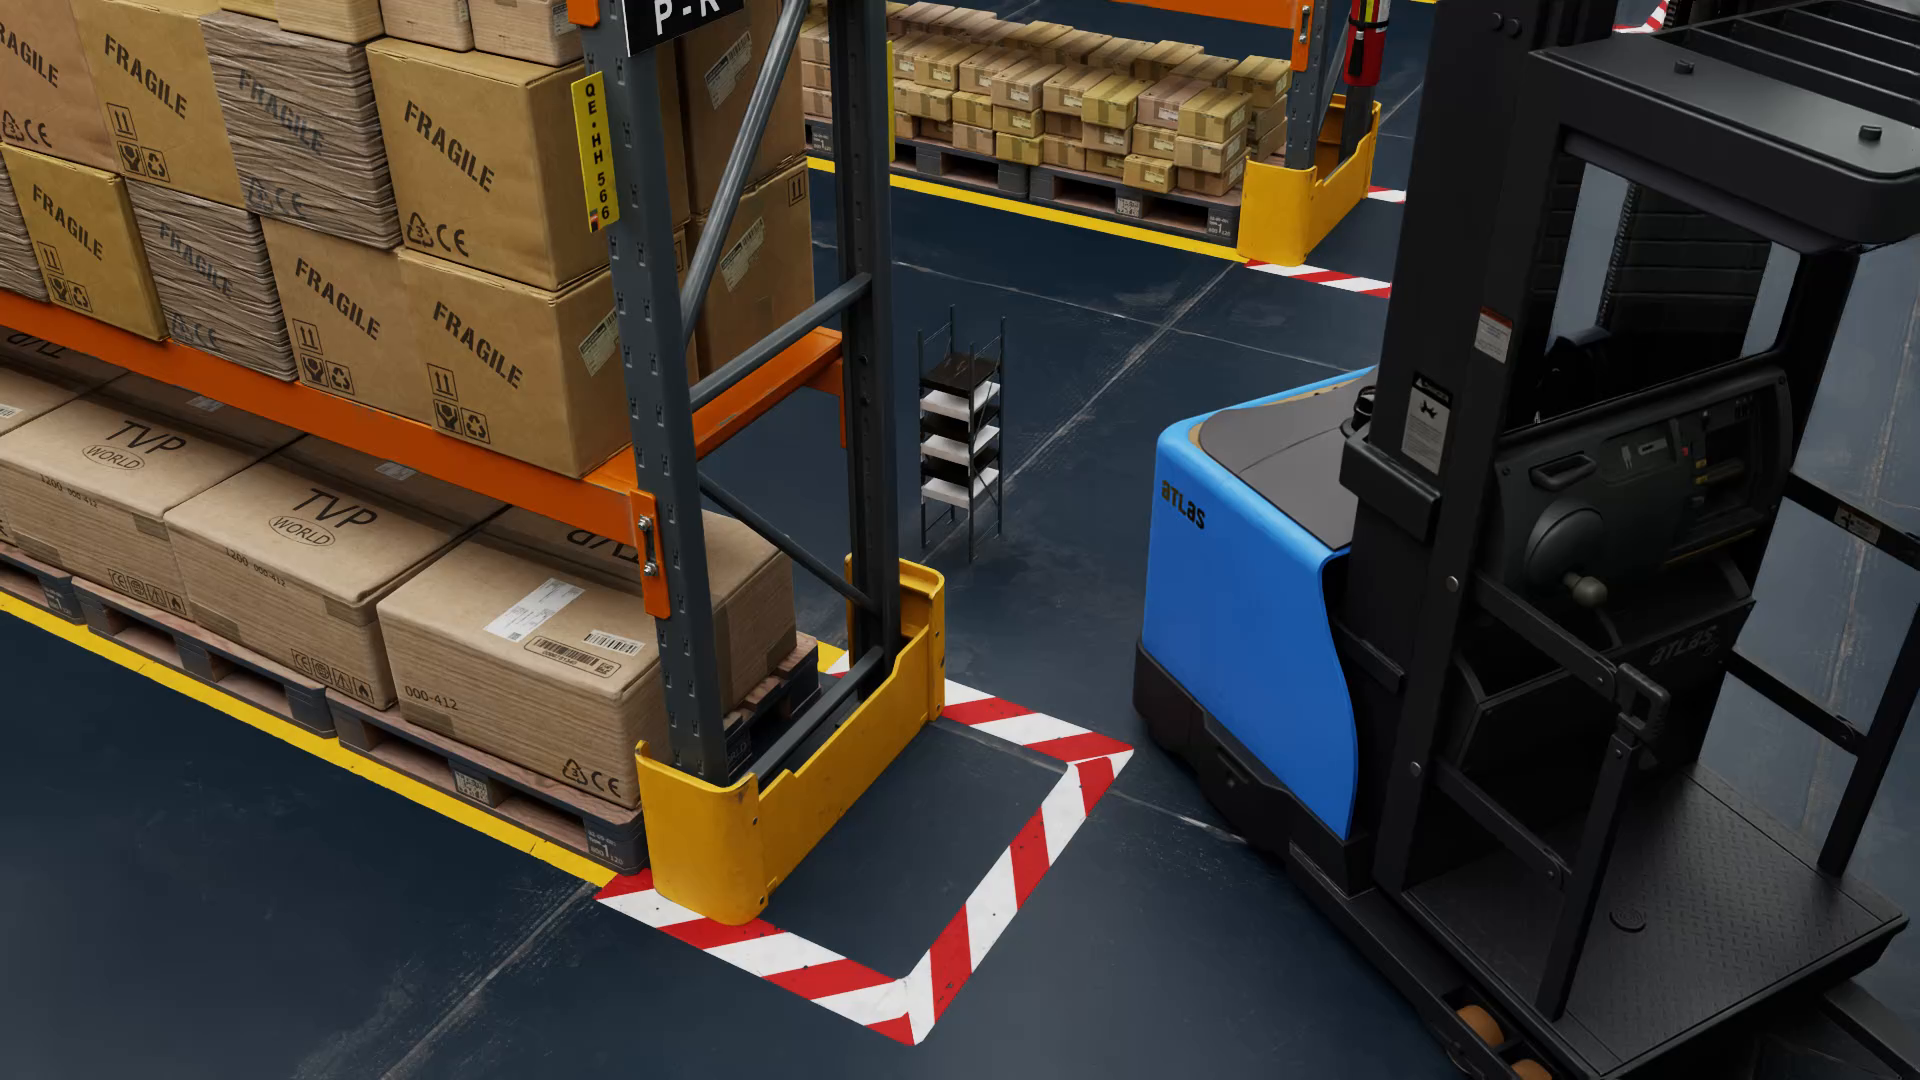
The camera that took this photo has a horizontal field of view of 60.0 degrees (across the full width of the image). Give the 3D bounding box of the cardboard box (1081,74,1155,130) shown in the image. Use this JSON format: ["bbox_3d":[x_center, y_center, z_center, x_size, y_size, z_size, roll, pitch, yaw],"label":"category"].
[{"bbox_3d":[0.821,-2.270,8.609,0.250,0.149,0.380,17,37,23],"label":"cardboard box"}]

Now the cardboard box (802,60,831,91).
[{"bbox_3d":[-0.707,-2.710,9.539,0.250,0.149,0.380,16,37,22],"label":"cardboard box"}]

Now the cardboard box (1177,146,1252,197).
[{"bbox_3d":[1.323,-1.936,8.645,0.250,0.149,0.380,18,38,25],"label":"cardboard box"}]

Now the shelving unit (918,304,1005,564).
[{"bbox_3d":[0.007,-0.372,5.997,0.210,0.900,0.258,18,37,24],"label":"shelving unit"}]

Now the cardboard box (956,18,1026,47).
[{"bbox_3d":[0.179,-2.823,9.439,0.250,0.149,0.380,18,38,25],"label":"cardboard box"}]

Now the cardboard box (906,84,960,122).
[{"bbox_3d":[-0.091,-2.444,9.138,0.250,0.149,0.380,18,38,25],"label":"cardboard box"}]

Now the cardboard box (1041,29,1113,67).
[{"bbox_3d":[0.651,-2.705,9.263,0.250,0.149,0.380,19,38,26],"label":"cardboard box"}]

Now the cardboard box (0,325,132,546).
[{"bbox_3d":[-3.466,-0.478,6.194,0.875,0.438,0.875,17,37,24],"label":"cardboard box"}]

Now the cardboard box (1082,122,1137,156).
[{"bbox_3d":[0.832,-2.166,8.721,0.250,0.149,0.380,16,37,23],"label":"cardboard box"}]

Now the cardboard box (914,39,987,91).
[{"bbox_3d":[-0.049,-2.603,9.109,0.250,0.149,0.380,18,38,25],"label":"cardboard box"}]

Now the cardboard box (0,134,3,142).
[{"bbox_3d":[-2.790,-1.516,4.828,0.500,0.500,0.500,18,38,25],"label":"cardboard box"}]

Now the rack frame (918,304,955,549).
[{"bbox_3d":[-0.081,-0.400,6.039,0.006,0.900,0.240,18,37,24],"label":"rack frame"}]

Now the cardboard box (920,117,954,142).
[{"bbox_3d":[-0.020,-2.364,9.288,0.250,0.149,0.380,19,38,26],"label":"cardboard box"}]

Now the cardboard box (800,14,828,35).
[{"bbox_3d":[-0.939,-2.895,9.548,0.250,0.149,0.380,17,37,24],"label":"cardboard box"}]

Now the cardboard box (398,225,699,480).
[{"bbox_3d":[-1.035,-0.541,4.266,0.500,0.500,0.500,18,38,25],"label":"cardboard box"}]

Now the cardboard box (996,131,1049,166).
[{"bbox_3d":[0.390,-2.174,9.002,0.250,0.149,0.380,16,37,22],"label":"cardboard box"}]

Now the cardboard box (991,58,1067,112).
[{"bbox_3d":[0.366,-2.419,8.832,0.250,0.149,0.380,19,38,26],"label":"cardboard box"}]

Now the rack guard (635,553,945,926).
[{"bbox_3d":[-0.464,0.553,4.968,0.348,0.500,1.175,18,37,24],"label":"rack guard"}]

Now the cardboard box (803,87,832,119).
[{"bbox_3d":[-0.715,-2.575,9.604,0.250,0.149,0.380,17,37,23],"label":"cardboard box"}]

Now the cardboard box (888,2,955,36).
[{"bbox_3d":[-0.223,-3.012,9.723,0.250,0.149,0.380,16,37,22],"label":"cardboard box"}]

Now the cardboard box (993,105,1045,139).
[{"bbox_3d":[0.376,-2.302,8.925,0.250,0.149,0.380,18,38,25],"label":"cardboard box"}]

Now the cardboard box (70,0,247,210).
[{"bbox_3d":[-1.918,-1.237,4.409,0.500,0.500,0.500,17,37,24],"label":"cardboard box"}]

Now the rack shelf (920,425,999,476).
[{"bbox_3d":[0.007,-0.345,6.016,0.200,0.077,0.258,18,37,24],"label":"rack shelf"}]

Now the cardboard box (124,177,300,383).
[{"bbox_3d":[-1.915,-0.823,4.689,0.500,0.500,0.500,19,38,26],"label":"cardboard box"}]

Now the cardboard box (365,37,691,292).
[{"bbox_3d":[-1.022,-0.970,4.007,0.500,0.500,0.500,19,38,26],"label":"cardboard box"}]

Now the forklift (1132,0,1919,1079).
[{"bbox_3d":[1.697,-0.064,3.702,1.130,2.935,3.031,-17,37,-23],"label":"forklift"}]

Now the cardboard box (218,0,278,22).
[{"bbox_3d":[-1.592,-1.402,4.071,0.250,0.149,0.380,18,38,25],"label":"cardboard box"}]

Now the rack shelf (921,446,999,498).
[{"bbox_3d":[0.007,-0.270,6.066,0.200,0.077,0.258,18,37,24],"label":"rack shelf"}]

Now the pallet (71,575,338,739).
[{"bbox_3d":[-2.273,0.149,5.837,1.213,0.211,1.003,18,37,24],"label":"pallet"}]

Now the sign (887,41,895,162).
[{"bbox_3d":[-0.204,-1.153,4.422,0.005,0.325,0.100,18,37,24],"label":"sign"}]

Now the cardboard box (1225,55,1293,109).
[{"bbox_3d":[1.597,-2.447,8.875,0.250,0.149,0.380,16,37,22],"label":"cardboard box"}]

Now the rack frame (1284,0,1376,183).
[{"bbox_3d":[1.884,-2.904,7.904,0.127,3.000,1.000,18,37,24],"label":"rack frame"}]

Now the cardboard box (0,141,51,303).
[{"bbox_3d":[-2.817,-1.100,5.106,0.500,0.500,0.500,18,38,25],"label":"cardboard box"}]

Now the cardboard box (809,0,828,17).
[{"bbox_3d":[-0.690,-3.151,9.932,0.250,0.149,0.380,17,37,24],"label":"cardboard box"}]

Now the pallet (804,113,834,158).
[{"bbox_3d":[-0.989,-2.675,10.077,1.213,0.211,1.003,18,37,24],"label":"pallet"}]

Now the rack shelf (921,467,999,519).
[{"bbox_3d":[0.007,-0.195,6.115,0.200,0.077,0.258,18,37,24],"label":"rack shelf"}]

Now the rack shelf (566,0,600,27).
[{"bbox_3d":[-2.221,-1.993,4.479,4.000,0.370,1.077,18,37,24],"label":"rack shelf"}]

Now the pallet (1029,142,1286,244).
[{"bbox_3d":[1.130,-2.004,9.070,1.213,0.211,1.003,18,37,24],"label":"pallet"}]

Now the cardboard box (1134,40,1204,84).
[{"bbox_3d":[1.143,-2.596,9.099,0.250,0.149,0.380,17,37,24],"label":"cardboard box"}]

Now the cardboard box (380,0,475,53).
[{"bbox_3d":[-1.128,-1.282,3.892,0.250,0.149,0.380,18,38,25],"label":"cardboard box"}]

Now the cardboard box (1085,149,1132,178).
[{"bbox_3d":[0.863,-2.072,8.849,0.250,0.149,0.380,17,37,24],"label":"cardboard box"}]

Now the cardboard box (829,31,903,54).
[{"bbox_3d":[-0.521,-2.725,9.292,0.250,0.149,0.380,18,38,25],"label":"cardboard box"}]

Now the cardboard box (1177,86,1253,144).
[{"bbox_3d":[1.298,-2.163,8.449,0.250,0.149,0.380,18,38,25],"label":"cardboard box"}]

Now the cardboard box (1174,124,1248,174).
[{"bbox_3d":[1.284,-2.023,8.507,0.250,0.149,0.380,17,37,23],"label":"cardboard box"}]

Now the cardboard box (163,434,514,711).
[{"bbox_3d":[-1.906,0.017,5.451,0.875,0.438,0.875,19,38,26],"label":"cardboard box"}]

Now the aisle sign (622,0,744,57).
[{"bbox_3d":[-0.576,-1.407,3.311,0.004,0.787,0.394,18,37,24],"label":"aisle sign"}]
